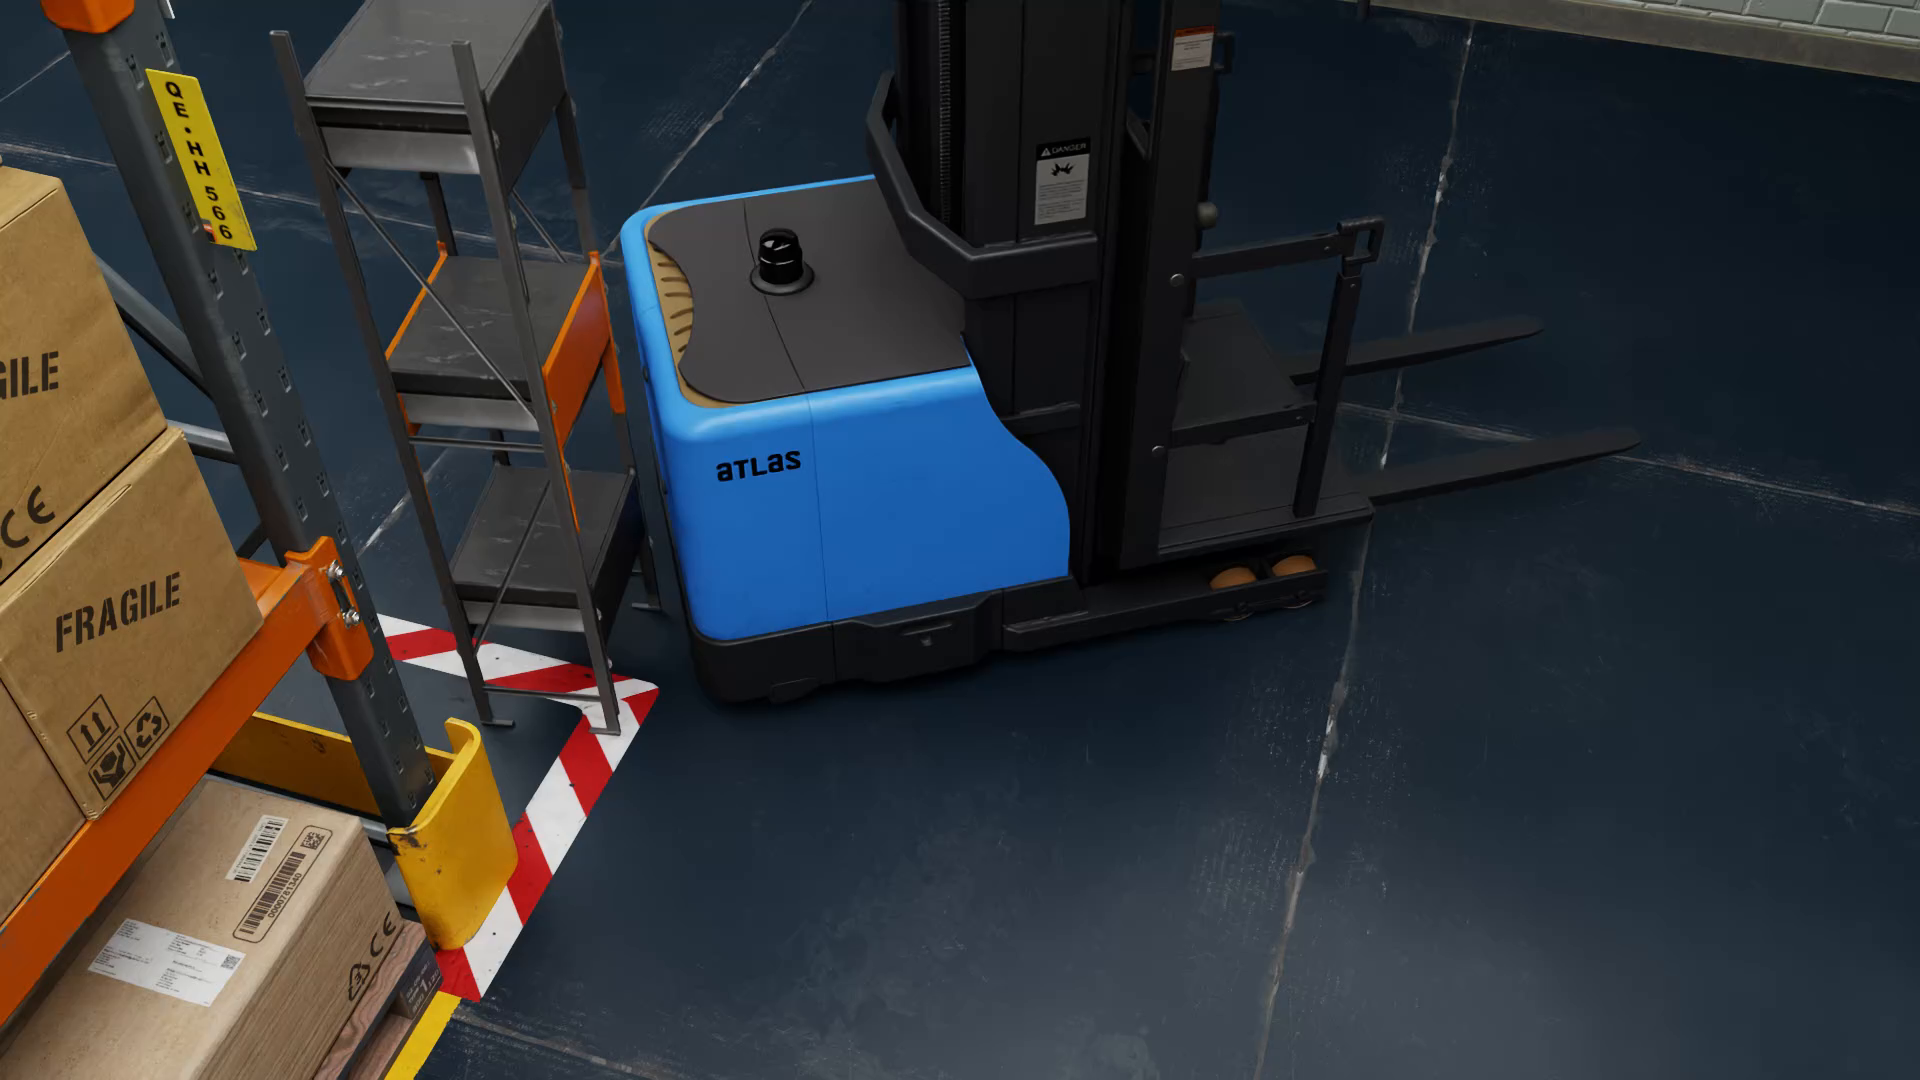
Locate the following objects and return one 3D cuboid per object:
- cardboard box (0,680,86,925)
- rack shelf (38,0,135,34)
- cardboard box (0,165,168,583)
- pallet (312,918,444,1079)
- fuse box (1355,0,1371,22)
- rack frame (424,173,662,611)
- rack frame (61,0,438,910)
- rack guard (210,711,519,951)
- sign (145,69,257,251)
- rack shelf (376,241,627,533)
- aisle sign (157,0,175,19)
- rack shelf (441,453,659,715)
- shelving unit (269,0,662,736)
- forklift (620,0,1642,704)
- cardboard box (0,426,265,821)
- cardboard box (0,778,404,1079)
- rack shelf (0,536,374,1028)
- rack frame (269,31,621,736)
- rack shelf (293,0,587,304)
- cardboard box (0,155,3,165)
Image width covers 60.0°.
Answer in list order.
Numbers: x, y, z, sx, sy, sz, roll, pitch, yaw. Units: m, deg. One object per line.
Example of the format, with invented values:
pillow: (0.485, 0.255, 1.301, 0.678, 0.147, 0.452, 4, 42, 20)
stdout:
cardboard box: (-1.824, 0.426, 2.599, 0.500, 0.500, 0.500, 12, 46, 12)
rack shelf: (-2.370, 0.271, 1.198, 1.077, 0.370, 4.000, 13, 46, 13)
cardboard box: (-1.683, -0.269, 2.593, 0.500, 0.500, 0.500, 14, 46, 14)
pallet: (-1.932, 1.299, 3.772, 1.003, 0.211, 1.213, 13, 46, 13)
fuse box: (1.879, -3.008, 7.101, 0.539, 1.711, 0.414, 13, 46, 13)
rack frame: (-1.104, -0.561, 4.322, 0.400, 2.100, 0.015, 4, 44, 4)
rack frame: (-1.764, -0.247, 3.358, 1.000, 3.000, 0.127, 13, 46, 13)
rack guard: (-1.757, 0.630, 4.249, 1.175, 0.500, 0.348, 13, 46, 13)
sign: (-1.251, -0.622, 2.743, 0.100, 0.325, 0.005, 13, 46, 13)
rack shelf: (-1.129, -0.383, 4.156, 0.431, 0.518, 0.480, 4, 44, 4)
aisle sign: (-1.447, -1.159, 2.431, 0.394, 0.787, 0.004, 13, 46, 13)
rack shelf: (-1.129, 0.122, 4.642, 0.431, 0.518, 0.480, 4, 44, 4)
shelving unit: (-1.129, -0.393, 4.147, 0.431, 2.100, 0.503, 4, 44, 4)
forklift: (0.610, -1.152, 4.332, 3.031, 2.935, 1.130, -11, 45, -11)
cardboard box: (-1.658, 0.095, 2.937, 0.500, 0.500, 0.500, 13, 46, 13)
cardboard box: (-1.869, 0.980, 3.636, 0.875, 0.438, 0.875, 11, 45, 11)
rack shelf: (-2.370, 1.343, 2.247, 1.077, 0.370, 4.000, 13, 46, 13)
rack frame: (-1.154, -0.224, 3.972, 0.400, 2.100, 0.015, 4, 44, 4)
rack shelf: (-1.128, -0.887, 3.671, 0.431, 0.518, 0.480, 4, 44, 4)
cardboard box: (-1.682, -0.591, 2.459, 0.380, 0.149, 0.250, 13, 46, 13)
